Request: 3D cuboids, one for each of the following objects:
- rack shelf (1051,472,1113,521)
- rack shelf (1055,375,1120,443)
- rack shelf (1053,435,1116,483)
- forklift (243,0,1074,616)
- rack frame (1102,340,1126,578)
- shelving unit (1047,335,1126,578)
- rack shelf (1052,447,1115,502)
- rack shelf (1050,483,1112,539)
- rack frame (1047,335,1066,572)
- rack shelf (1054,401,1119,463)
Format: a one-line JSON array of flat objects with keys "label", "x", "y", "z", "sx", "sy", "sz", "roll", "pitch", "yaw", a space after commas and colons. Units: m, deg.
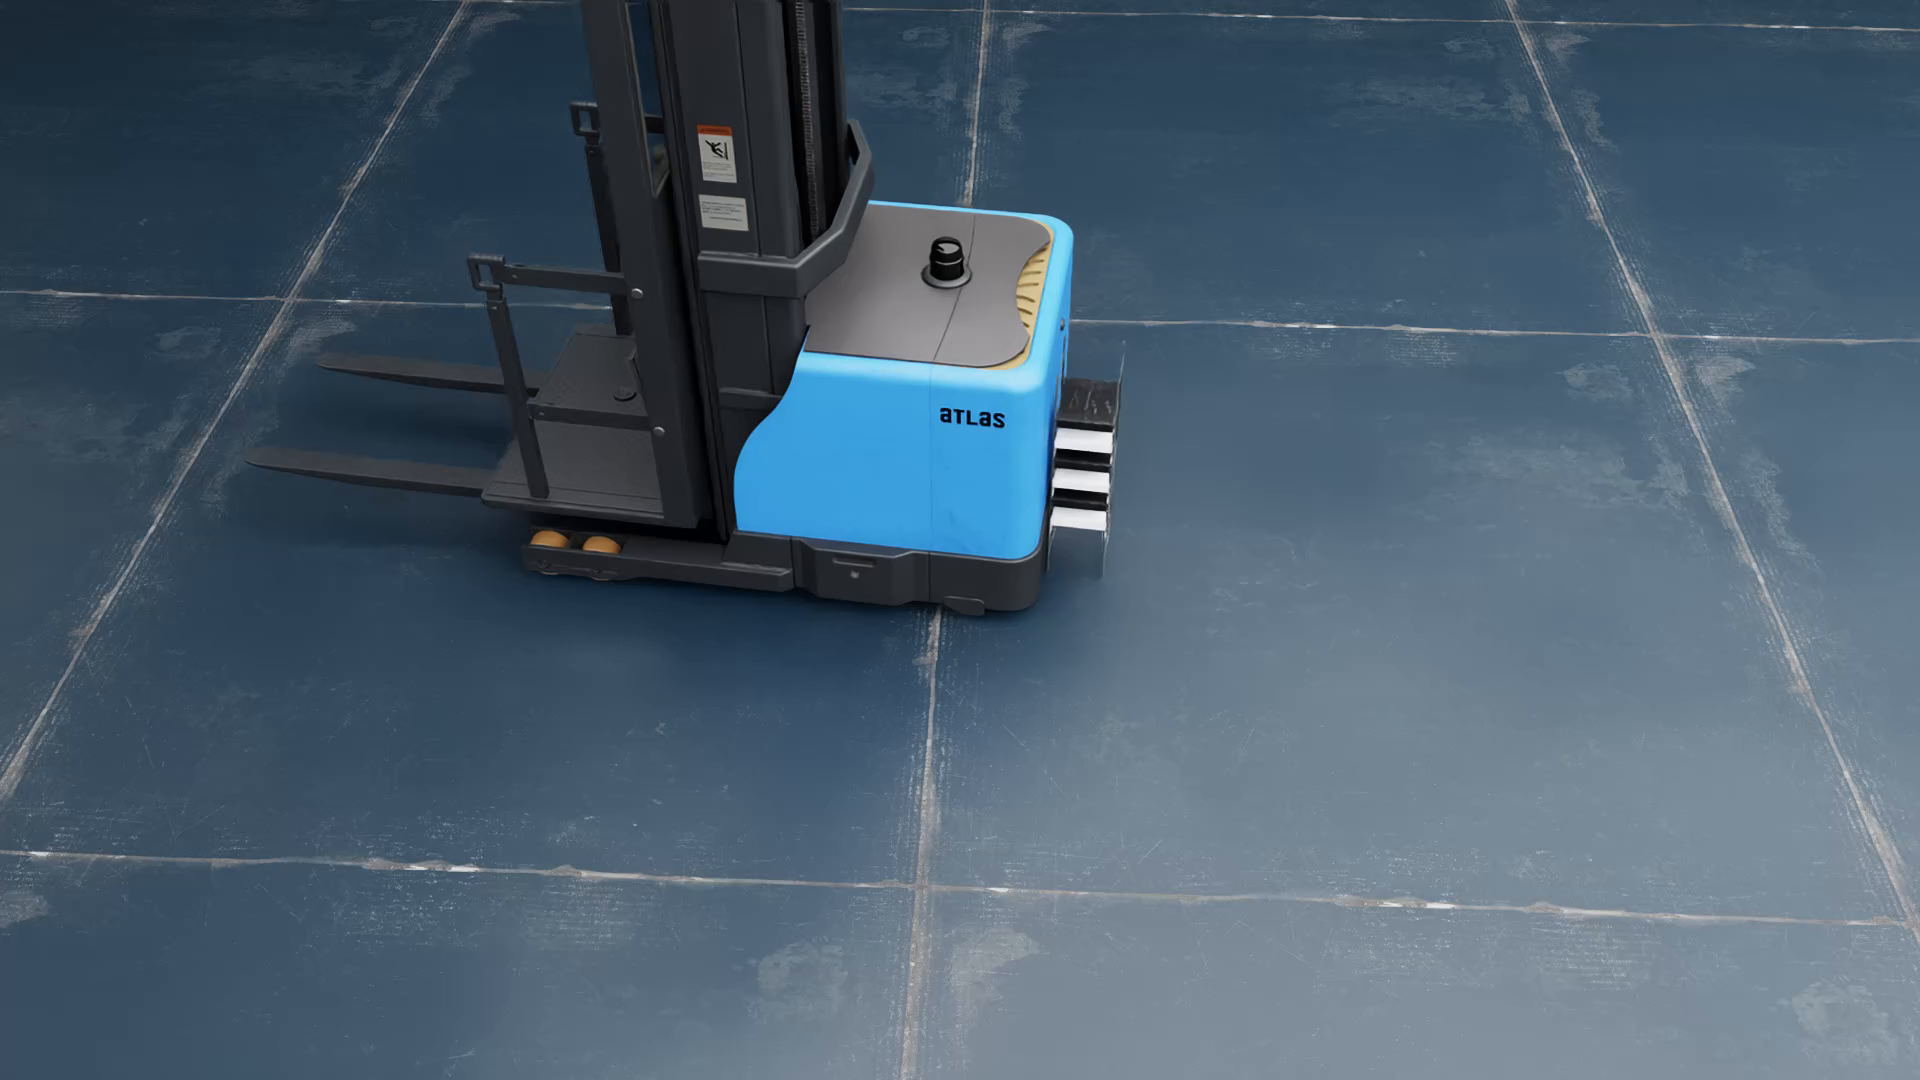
[{"label": "rack shelf", "x": 0.441, "y": -0.189, "z": 5.974, "sx": 0.200, "sy": 0.077, "sz": 0.258, "roll": 6, "pitch": 43, "yaw": 7}, {"label": "rack shelf", "x": 0.441, "y": -0.453, "z": 5.729, "sx": 0.200, "sy": 0.077, "sz": 0.258, "roll": 6, "pitch": 43, "yaw": 7}, {"label": "rack shelf", "x": 0.441, "y": -0.321, "z": 5.851, "sx": 0.200, "sy": 0.077, "sz": 0.258, "roll": 6, "pitch": 43, "yaw": 7}, {"label": "forklift", "x": -1.147, "y": -1.272, "z": 5.465, "sx": 3.031, "sy": 2.935, "sz": 1.130, "roll": 6, "pitch": 43, "yaw": 7}, {"label": "rack frame", "x": 0.542, "y": -0.269, "z": 5.878, "sx": 0.006, "sy": 0.900, "sz": 0.240, "roll": 6, "pitch": 43, "yaw": 7}, {"label": "shelving unit", "x": 0.441, "y": -0.280, "z": 5.890, "sx": 0.210, "sy": 0.900, "sz": 0.258, "roll": 6, "pitch": 43, "yaw": 7}, {"label": "rack shelf", "x": 0.441, "y": -0.255, "z": 5.913, "sx": 0.200, "sy": 0.077, "sz": 0.258, "roll": 6, "pitch": 43, "yaw": 7}, {"label": "rack shelf", "x": 0.441, "y": -0.124, "z": 6.035, "sx": 0.200, "sy": 0.077, "sz": 0.258, "roll": 6, "pitch": 43, "yaw": 7}, {"label": "rack frame", "x": 0.341, "y": -0.291, "z": 5.902, "sx": 0.006, "sy": 0.900, "sz": 0.240, "roll": 6, "pitch": 43, "yaw": 7}, {"label": "rack shelf", "x": 0.441, "y": -0.387, "z": 5.790, "sx": 0.200, "sy": 0.077, "sz": 0.258, "roll": 6, "pitch": 43, "yaw": 7}]
